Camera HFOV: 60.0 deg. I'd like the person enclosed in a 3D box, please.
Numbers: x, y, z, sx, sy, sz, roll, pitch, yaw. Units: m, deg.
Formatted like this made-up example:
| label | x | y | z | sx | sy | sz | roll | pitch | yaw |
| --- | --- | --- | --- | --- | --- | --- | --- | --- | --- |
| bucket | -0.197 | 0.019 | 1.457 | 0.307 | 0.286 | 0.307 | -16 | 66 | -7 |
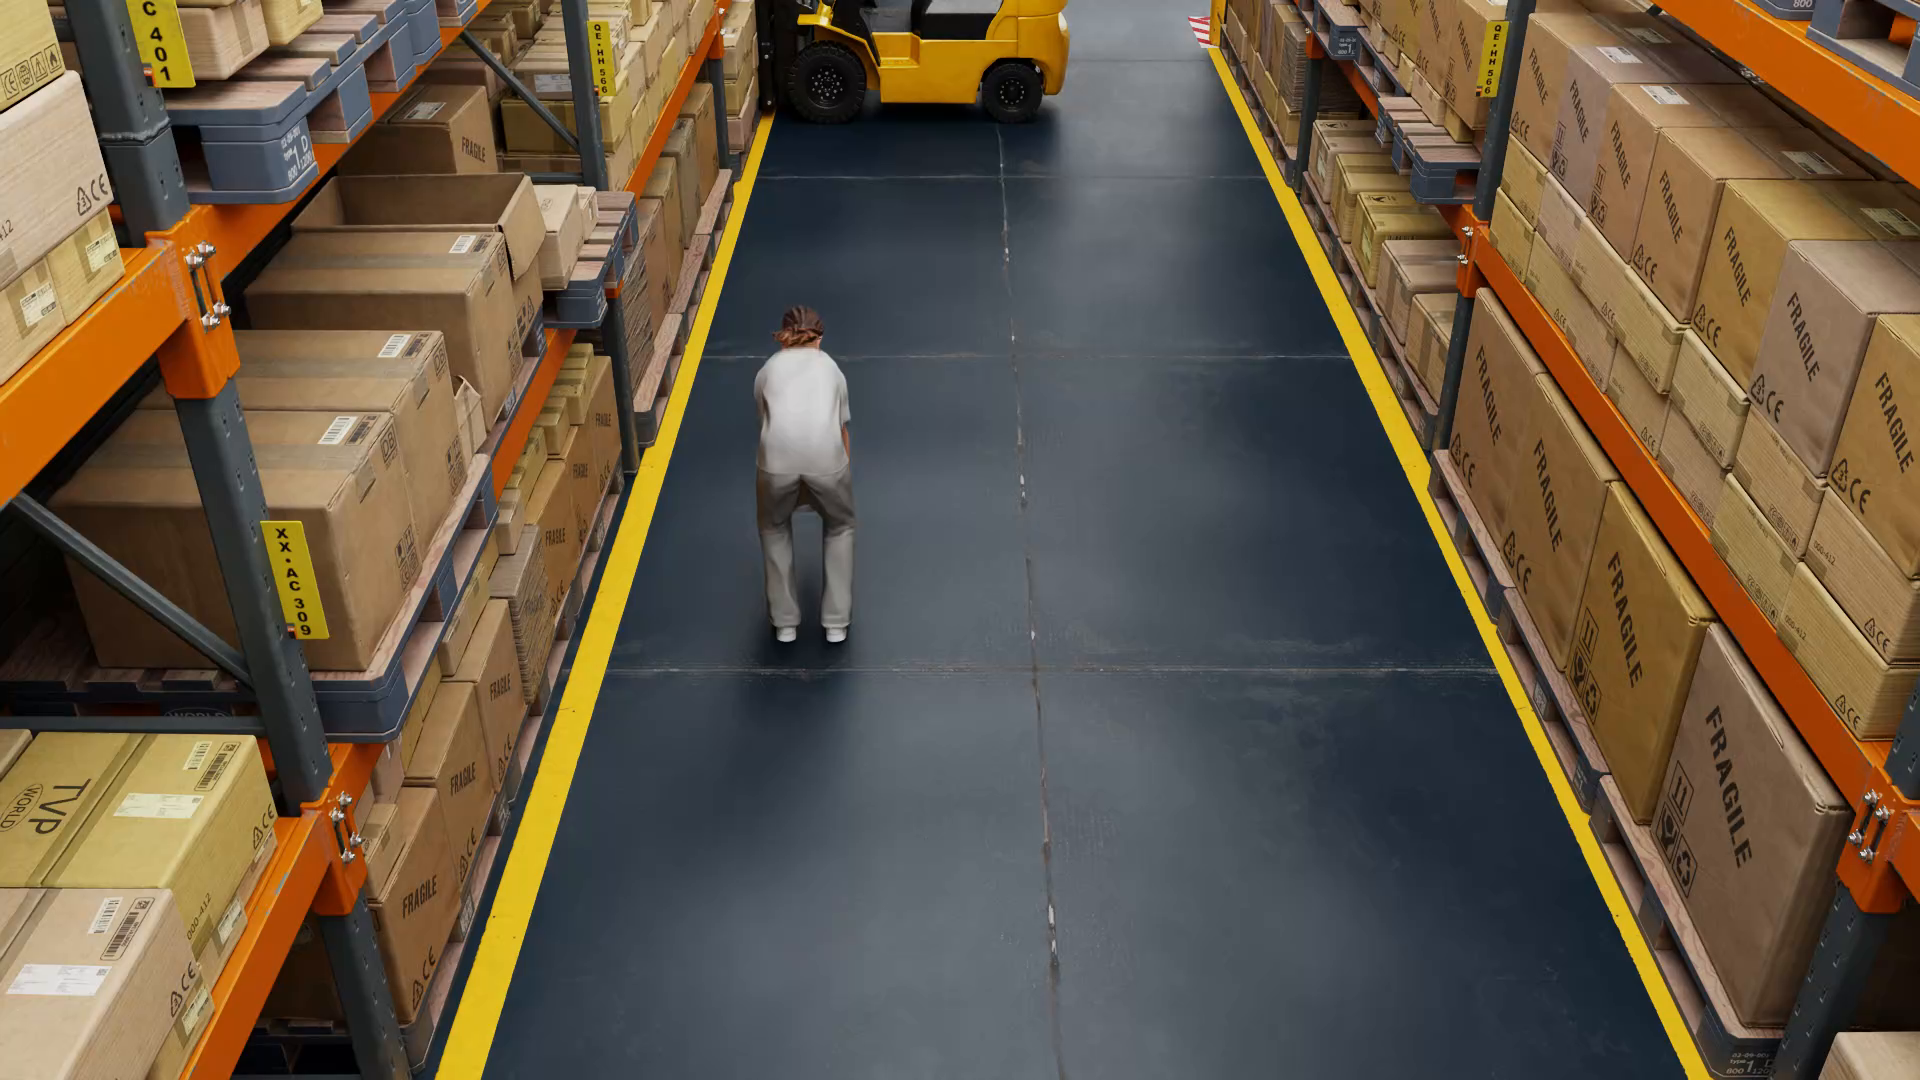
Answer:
| label | x | y | z | sx | sy | sz | roll | pitch | yaw |
| --- | --- | --- | --- | --- | --- | --- | --- | --- | --- |
| person | -0.644 | -0.276 | 6.992 | 0.414 | 1.252 | 0.836 | -1 | 32 | -2 |
